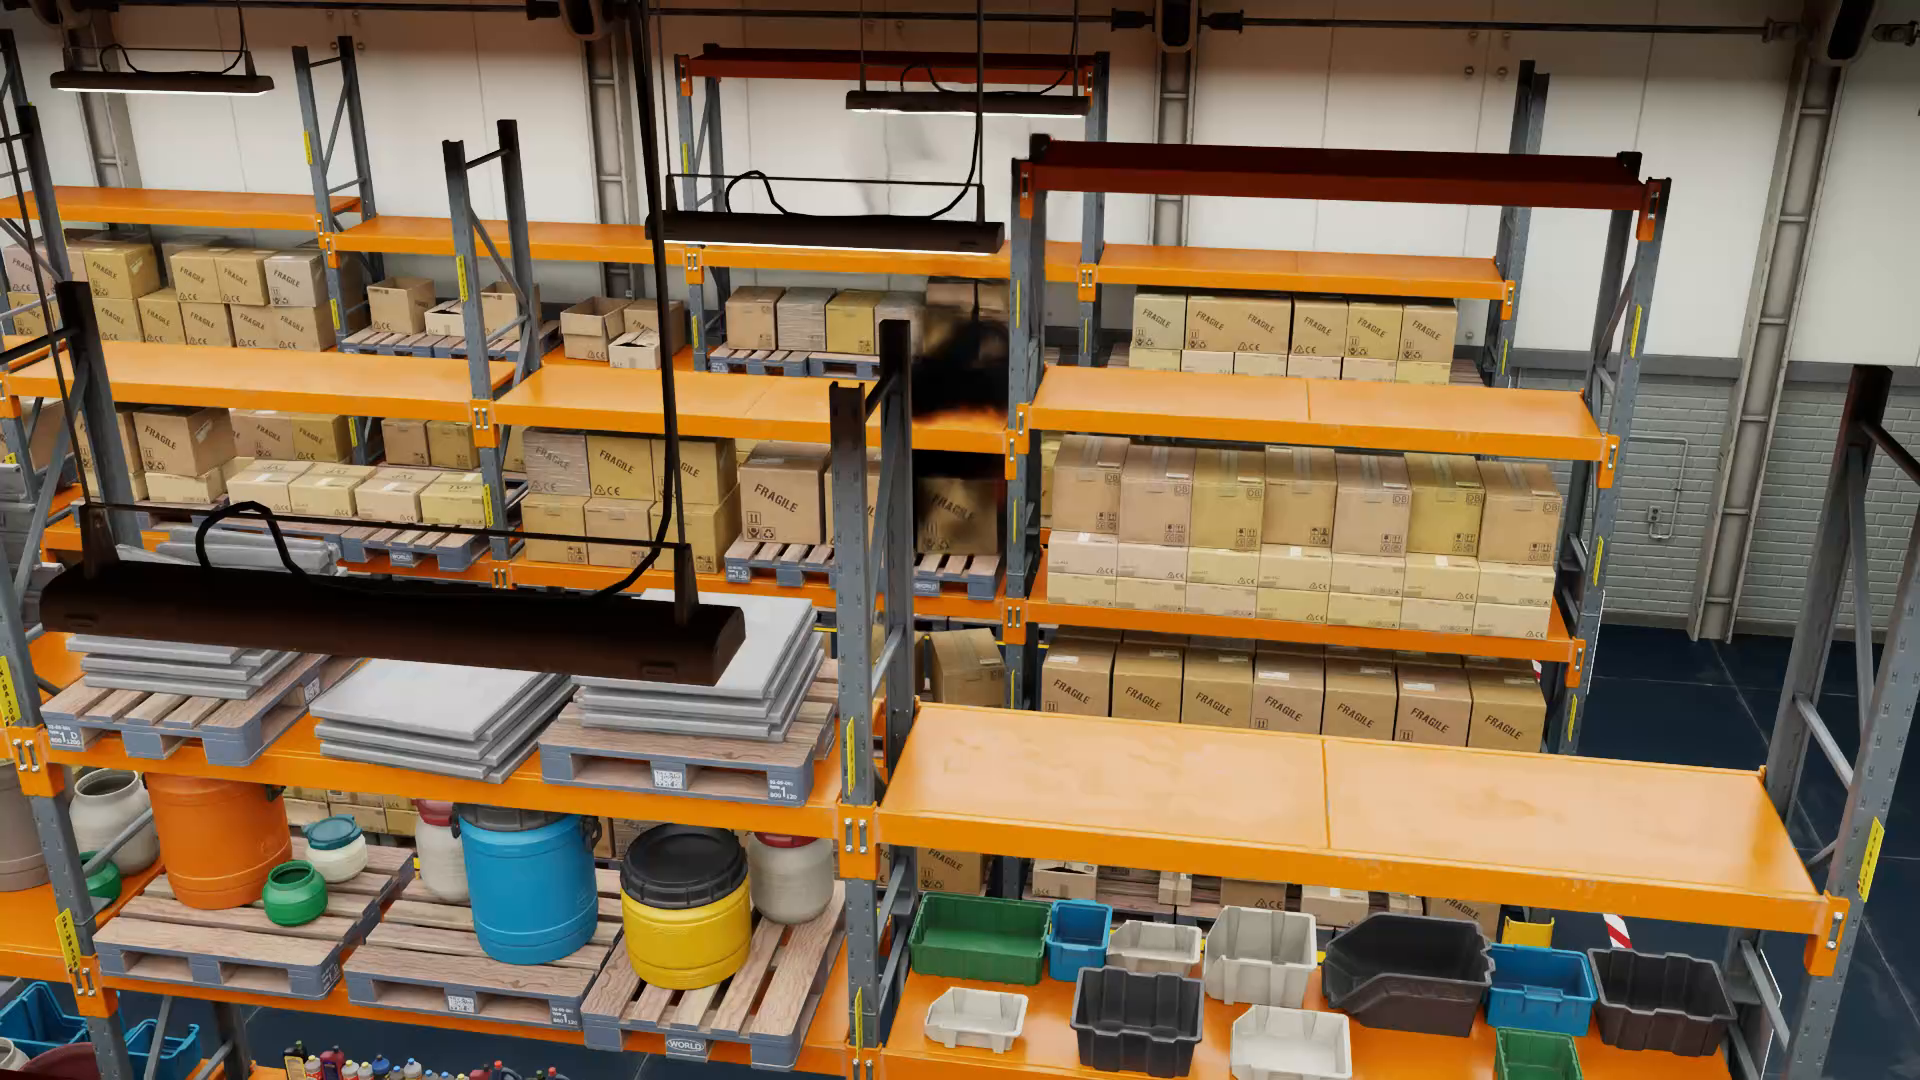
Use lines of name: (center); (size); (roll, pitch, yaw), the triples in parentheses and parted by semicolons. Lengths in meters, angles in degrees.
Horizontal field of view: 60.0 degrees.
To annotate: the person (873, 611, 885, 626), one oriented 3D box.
person: (-0.659, 1.003, 15.722); (0.864, 1.795, 0.723); (2, 23, 4)
